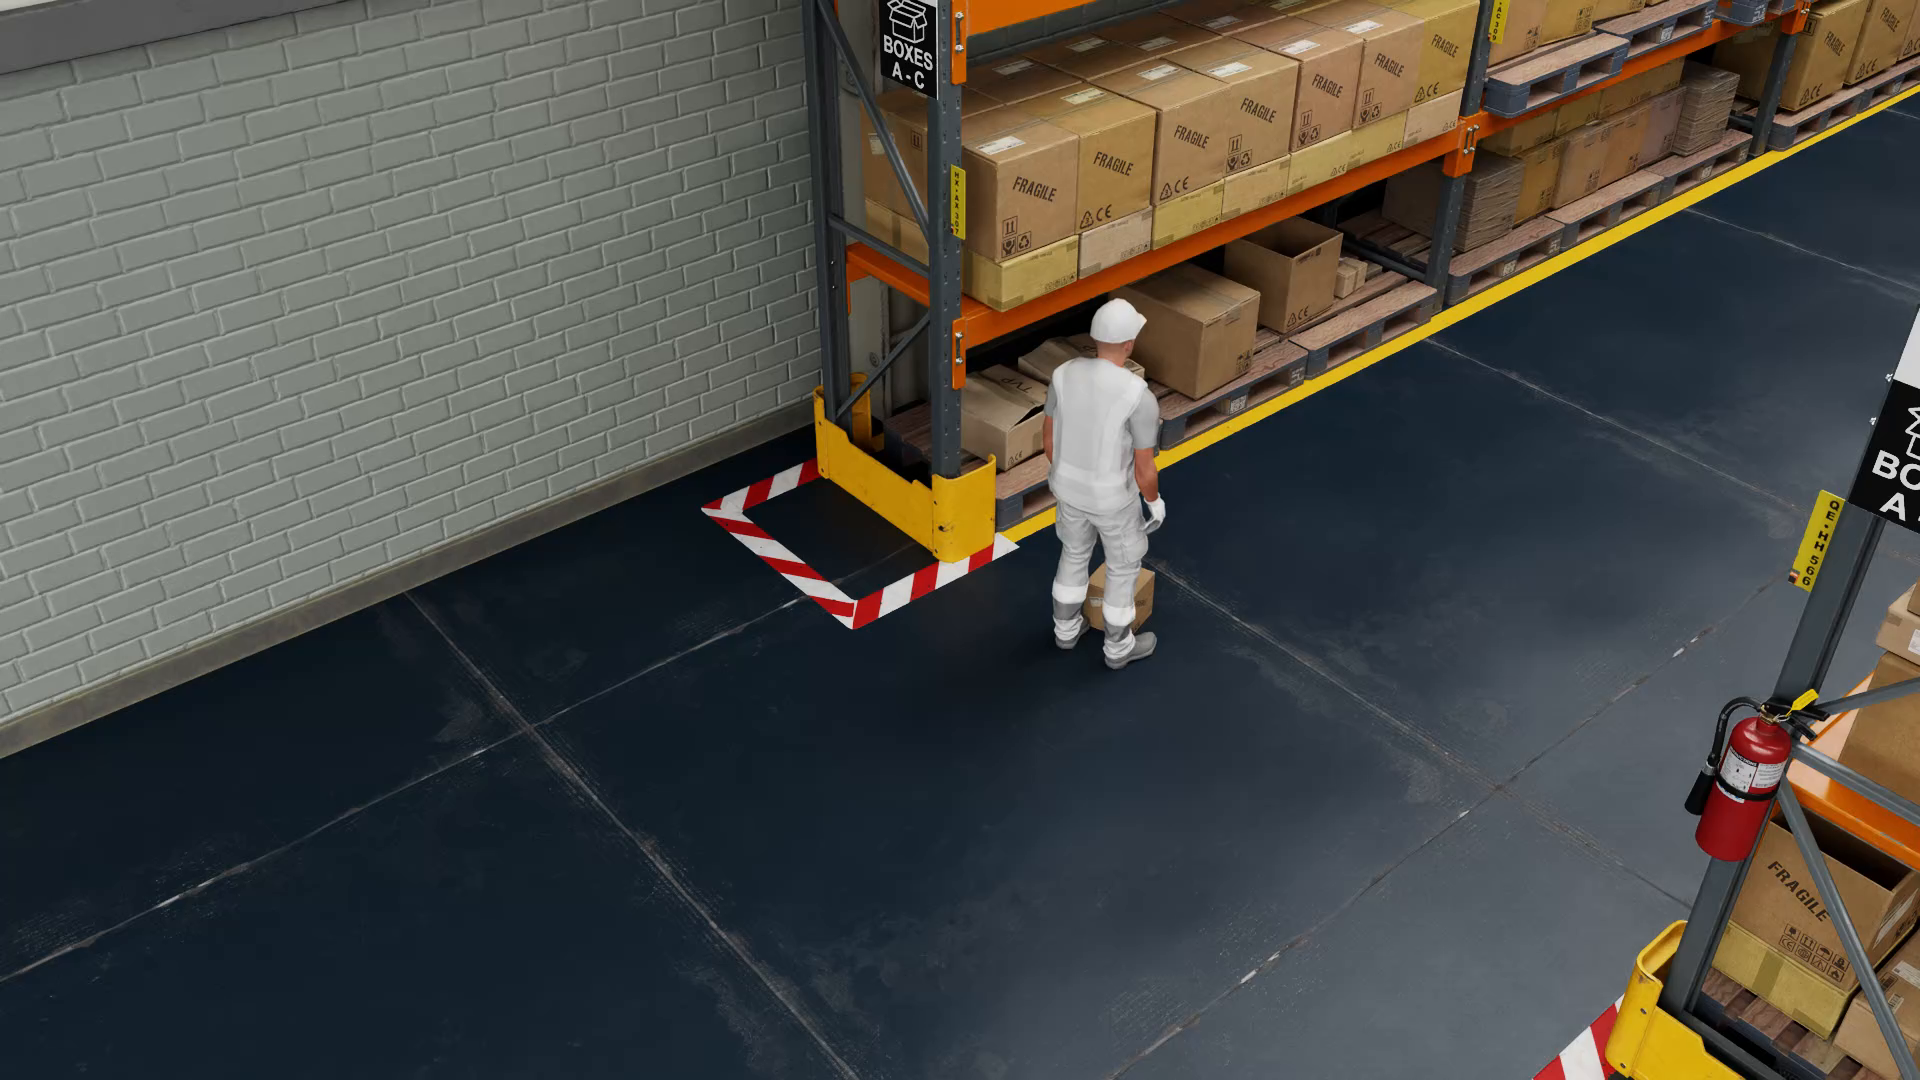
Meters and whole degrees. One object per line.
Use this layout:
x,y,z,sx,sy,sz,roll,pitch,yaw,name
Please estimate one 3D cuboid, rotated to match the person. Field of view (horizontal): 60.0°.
0.635,-0.231,7.389,0.609,1.779,0.448,24,42,29,person
